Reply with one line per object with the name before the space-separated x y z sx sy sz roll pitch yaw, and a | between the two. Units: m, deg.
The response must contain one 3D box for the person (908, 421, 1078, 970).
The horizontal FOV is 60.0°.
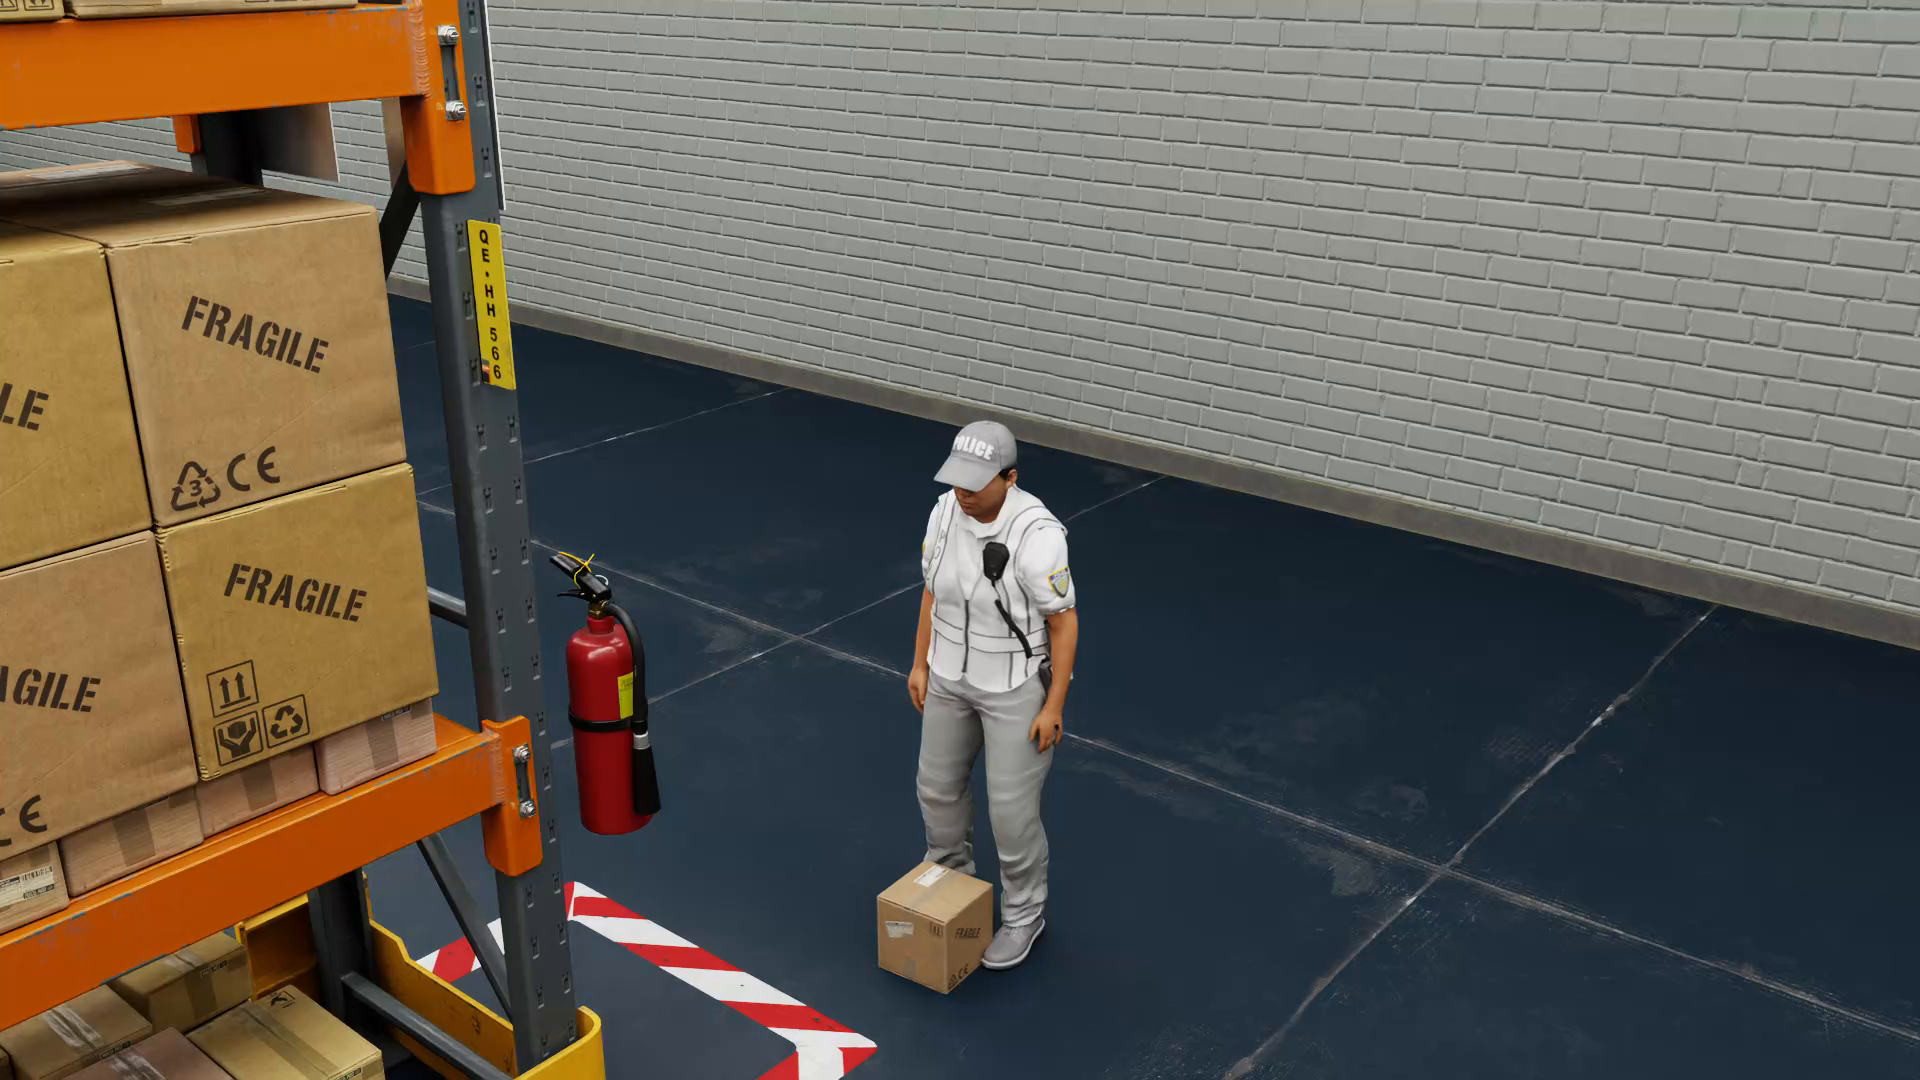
person | 0.066 0.437 4.886 0.564 1.667 0.451 14 25 34
